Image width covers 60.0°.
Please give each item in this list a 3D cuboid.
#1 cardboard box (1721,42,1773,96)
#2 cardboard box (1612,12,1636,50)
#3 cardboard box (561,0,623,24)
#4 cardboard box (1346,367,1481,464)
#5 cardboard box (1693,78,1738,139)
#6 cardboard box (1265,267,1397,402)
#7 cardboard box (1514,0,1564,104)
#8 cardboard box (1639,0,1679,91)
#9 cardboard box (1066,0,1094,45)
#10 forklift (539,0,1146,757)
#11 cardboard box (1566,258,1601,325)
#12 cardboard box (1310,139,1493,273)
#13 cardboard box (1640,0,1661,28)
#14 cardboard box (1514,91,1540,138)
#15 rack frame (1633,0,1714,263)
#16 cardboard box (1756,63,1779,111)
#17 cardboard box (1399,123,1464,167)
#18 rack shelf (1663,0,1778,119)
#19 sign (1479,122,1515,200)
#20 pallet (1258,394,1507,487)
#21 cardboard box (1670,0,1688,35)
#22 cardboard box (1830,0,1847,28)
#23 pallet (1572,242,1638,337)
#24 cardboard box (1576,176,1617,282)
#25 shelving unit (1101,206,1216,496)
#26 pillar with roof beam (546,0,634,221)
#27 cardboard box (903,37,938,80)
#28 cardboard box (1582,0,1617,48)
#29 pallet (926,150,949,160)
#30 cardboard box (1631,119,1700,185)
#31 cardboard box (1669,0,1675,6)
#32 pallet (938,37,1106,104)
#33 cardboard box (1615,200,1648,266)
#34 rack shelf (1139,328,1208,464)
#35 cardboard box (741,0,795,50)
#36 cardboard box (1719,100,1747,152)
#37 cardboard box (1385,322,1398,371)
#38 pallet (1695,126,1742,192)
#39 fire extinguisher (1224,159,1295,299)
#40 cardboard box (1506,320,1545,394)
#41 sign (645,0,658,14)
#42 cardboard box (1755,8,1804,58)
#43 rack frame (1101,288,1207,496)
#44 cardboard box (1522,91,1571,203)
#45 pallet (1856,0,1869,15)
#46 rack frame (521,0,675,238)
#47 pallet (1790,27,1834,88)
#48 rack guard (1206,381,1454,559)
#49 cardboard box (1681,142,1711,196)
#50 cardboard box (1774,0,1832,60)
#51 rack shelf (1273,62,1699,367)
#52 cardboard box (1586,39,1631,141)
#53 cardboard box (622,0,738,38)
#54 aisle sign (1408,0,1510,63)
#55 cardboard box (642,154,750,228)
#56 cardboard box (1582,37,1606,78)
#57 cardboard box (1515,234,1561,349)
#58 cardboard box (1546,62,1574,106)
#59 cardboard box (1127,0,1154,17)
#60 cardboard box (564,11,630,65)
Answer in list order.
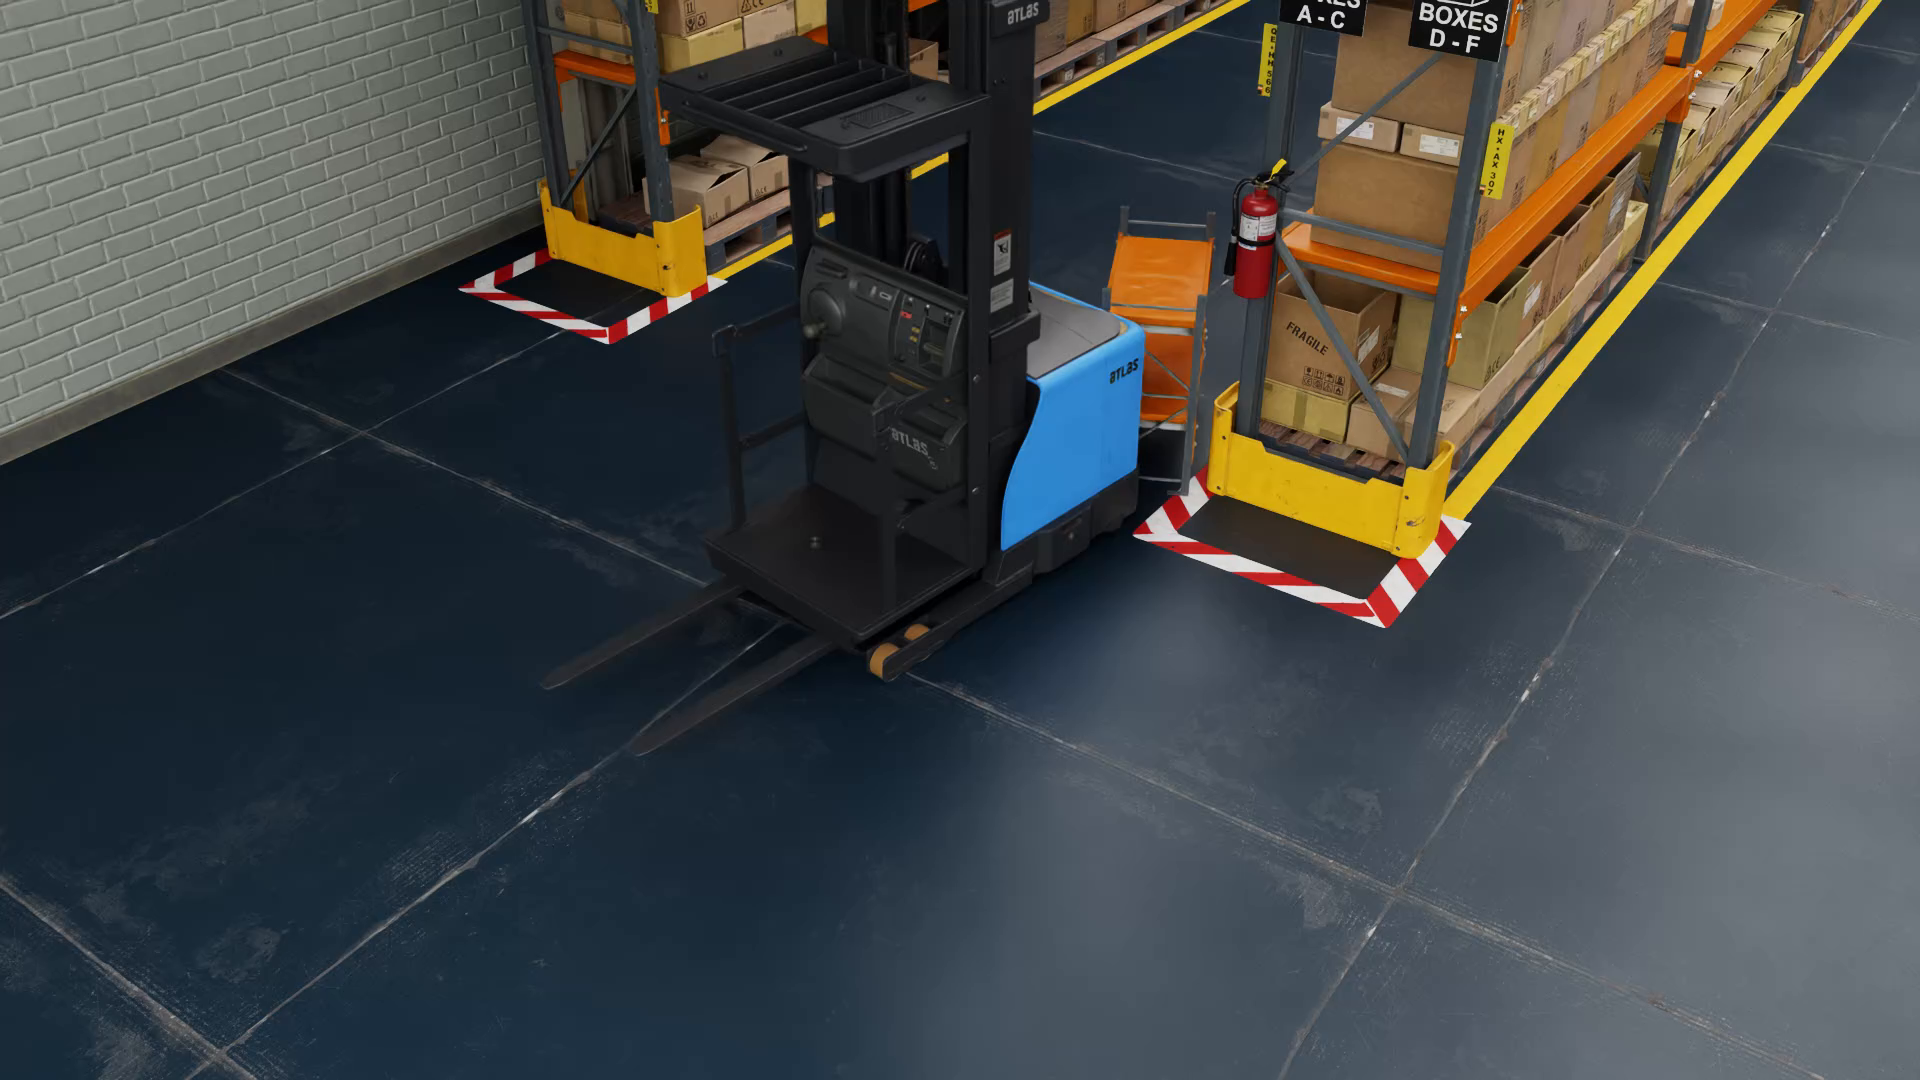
[{"bbox_3d":[5.732,-3.569,12.429,0.500,0.311,0.500,21,39,28],"label":"cardboard box"},{"bbox_3d":[3.424,-2.786,9.024,0.380,0.149,0.250,22,40,29],"label":"cardboard box"},{"bbox_3d":[-2.129,-3.535,10.246,0.500,0.500,0.500,21,39,28],"label":"cardboard box"},{"bbox_3d":[2.337,-0.624,8.574,0.500,0.250,0.500,21,39,28],"label":"cardboard box"},{"bbox_3d":[5.153,-3.099,11.734,0.500,0.311,0.500,20,39,27],"label":"cardboard box"},{"bbox_3d":[1.909,-1.100,8.610,0.500,0.500,0.500,21,39,28],"label":"cardboard box"},{"bbox_3d":[2.450,-2.471,7.978,0.700,0.500,0.500,20,39,27],"label":"cardboard box"},{"bbox_3d":[3.881,-3.089,10.051,0.700,0.500,0.500,20,39,27],"label":"cardboard box"},{"bbox_3d":[0.717,-4.579,14.182,0.700,0.500,0.500,20,39,27],"label":"cardboard box"},{"bbox_3d":[-0.485,-0.917,6.989,1.130,2.935,3.031,28,43,35],"label":"forklift"},{"bbox_3d":[3.478,-1.544,9.935,0.500,0.250,0.500,21,39,28],"label":"cardboard box"},{"bbox_3d":[2.125,-1.665,7.945,0.700,0.500,0.500,21,39,28],"label":"cardboard box"},{"bbox_3d":[3.711,-3.015,9.362,0.380,0.149,0.250,21,39,28],"label":"cardboard box"},{"bbox_3d":[2.540,-2.071,7.967,0.380,0.149,0.250,21,40,28],"label":"cardboard box"},{"bbox_3d":[4.129,-3.254,10.384,1.000,3.000,0.127,21,39,28],"label":"rack frame"},{"bbox_3d":[6.019,-3.571,12.933,0.500,0.250,0.500,21,39,28],"label":"cardboard box"},{"bbox_3d":[2.249,-1.835,7.617,0.380,0.149,0.250,21,39,28],"label":"cardboard box"},{"bbox_3d":[5.269,-3.876,11.946,1.077,0.370,4.000,21,39,28],"label":"rack shelf"},{"bbox_3d":[2.301,-1.624,7.131,0.100,0.325,0.005,21,39,28],"label":"sign"},{"bbox_3d":[2.250,-0.623,8.983,1.003,0.211,1.213,21,39,28],"label":"pallet"},{"bbox_3d":[4.374,-3.432,10.781,0.500,0.250,0.500,24,41,31],"label":"cardboard box"},{"bbox_3d":[7.488,-4.831,14.555,0.500,0.500,0.500,21,39,28],"label":"cardboard box"},{"bbox_3d":[3.641,-1.746,10.643,1.003,0.211,1.213,21,39,28],"label":"pallet"},{"bbox_3d":[3.467,-1.858,9.731,0.500,0.500,0.500,21,39,28],"label":"cardboard box"},{"bbox_3d":[1.020,-1.005,8.732,0.538,1.125,1.048,5,34,8],"label":"shelving unit"},{"bbox_3d":[1.002,-4.702,7.170,9.100,9.000,0.400,21,39,28],"label":"pillar with roof beam"},{"bbox_3d":[-0.502,-3.491,12.573,0.500,0.500,0.500,18,38,25],"label":"cardboard box"},{"bbox_3d":[3.023,-2.933,8.663,0.700,0.500,0.500,21,39,28],"label":"cardboard box"},{"bbox_3d":[-0.297,-3.359,13.028,1.003,0.211,1.213,21,39,28],"label":"pallet"},{"bbox_3d":[4.569,-2.632,11.043,0.500,0.311,0.500,21,40,28],"label":"cardboard box"},{"bbox_3d":[4.007,-3.257,9.720,0.380,0.149,0.250,20,39,27],"label":"cardboard box"},{"bbox_3d":[0.500,-4.038,14.032,1.003,0.211,1.213,21,39,28],"label":"pallet"},{"bbox_3d":[4.044,-2.005,10.617,0.500,0.250,0.500,21,39,28],"label":"cardboard box"},{"bbox_3d":[1.020,-0.803,8.869,0.538,0.278,1.000,5,34,8],"label":"rack shelf"},{"bbox_3d":[-1.400,-3.306,10.577,0.500,0.250,0.500,20,39,27],"label":"cardboard box"},{"bbox_3d":[5.439,-3.103,12.240,0.500,0.250,0.500,22,40,29],"label":"cardboard box"},{"bbox_3d":[2.186,-1.023,9.165,0.500,0.250,0.500,21,39,28],"label":"cardboard box"},{"bbox_3d":[5.212,-3.014,12.518,1.003,0.211,1.213,21,39,28],"label":"pallet"},{"bbox_3d":[1.399,-1.475,7.822,0.296,0.674,0.183,21,39,28],"label":"fire extinguisher"},{"bbox_3d":[2.904,-1.085,9.256,0.500,0.250,0.500,21,39,28],"label":"cardboard box"},{"bbox_3d":[-1.778,-3.179,9.500,0.100,0.325,0.005,21,39,28],"label":"sign"},{"bbox_3d":[6.313,-4.042,13.128,0.500,0.311,0.500,22,40,29],"label":"cardboard box"},{"bbox_3d":[0.935,-0.725,8.317,0.500,1.125,0.032,5,34,8],"label":"rack frame"},{"bbox_3d":[2.708,-2.135,8.640,0.700,0.500,0.500,22,40,28],"label":"cardboard box"},{"bbox_3d":[8.258,-5.394,16.038,1.003,0.211,1.213,21,39,28],"label":"pallet"},{"bbox_3d":[-2.224,-2.993,9.999,1.000,3.000,0.127,21,39,28],"label":"rack frame"},{"bbox_3d":[6.866,-4.271,14.377,1.003,0.211,1.213,21,39,28],"label":"pallet"},{"bbox_3d":[1.834,-0.366,8.345,1.175,0.500,0.348,21,39,28],"label":"rack guard"},{"bbox_3d":[4.855,-2.630,11.541,0.500,0.250,0.500,22,40,29],"label":"cardboard box"},{"bbox_3d":[6.904,-4.359,13.857,0.500,0.500,0.500,23,40,30],"label":"cardboard box"},{"bbox_3d":[2.988,-2.035,9.224,1.077,0.370,4.000,21,39,28],"label":"rack shelf"},{"bbox_3d":[3.296,-2.614,9.349,0.700,0.500,0.500,22,40,29],"label":"cardboard box"},{"bbox_3d":[-1.705,-3.374,10.008,0.500,0.500,0.500,21,39,28],"label":"cardboard box"},{"bbox_3d":[2.062,-2.362,6.744,0.394,0.787,0.004,21,39,28],"label":"aisle sign"},{"bbox_3d":[-1.755,-2.351,11.057,0.500,0.311,0.500,17,37,23],"label":"cardboard box"},{"bbox_3d":[3.126,-2.542,8.663,0.380,0.149,0.250,22,40,29],"label":"cardboard box"},{"bbox_3d":[2.895,-1.399,9.051,0.500,0.500,0.500,21,39,28],"label":"cardboard box"},{"bbox_3d":[2.836,-2.310,8.320,0.380,0.149,0.250,20,39,27],"label":"cardboard box"},{"bbox_3d":[1.321,-5.036,14.858,0.700,0.500,0.500,21,39,28],"label":"cardboard box"},{"bbox_3d":[-2.116,-3.217,10.445,0.500,0.250,0.500,22,40,29],"label":"cardboard box"}]
